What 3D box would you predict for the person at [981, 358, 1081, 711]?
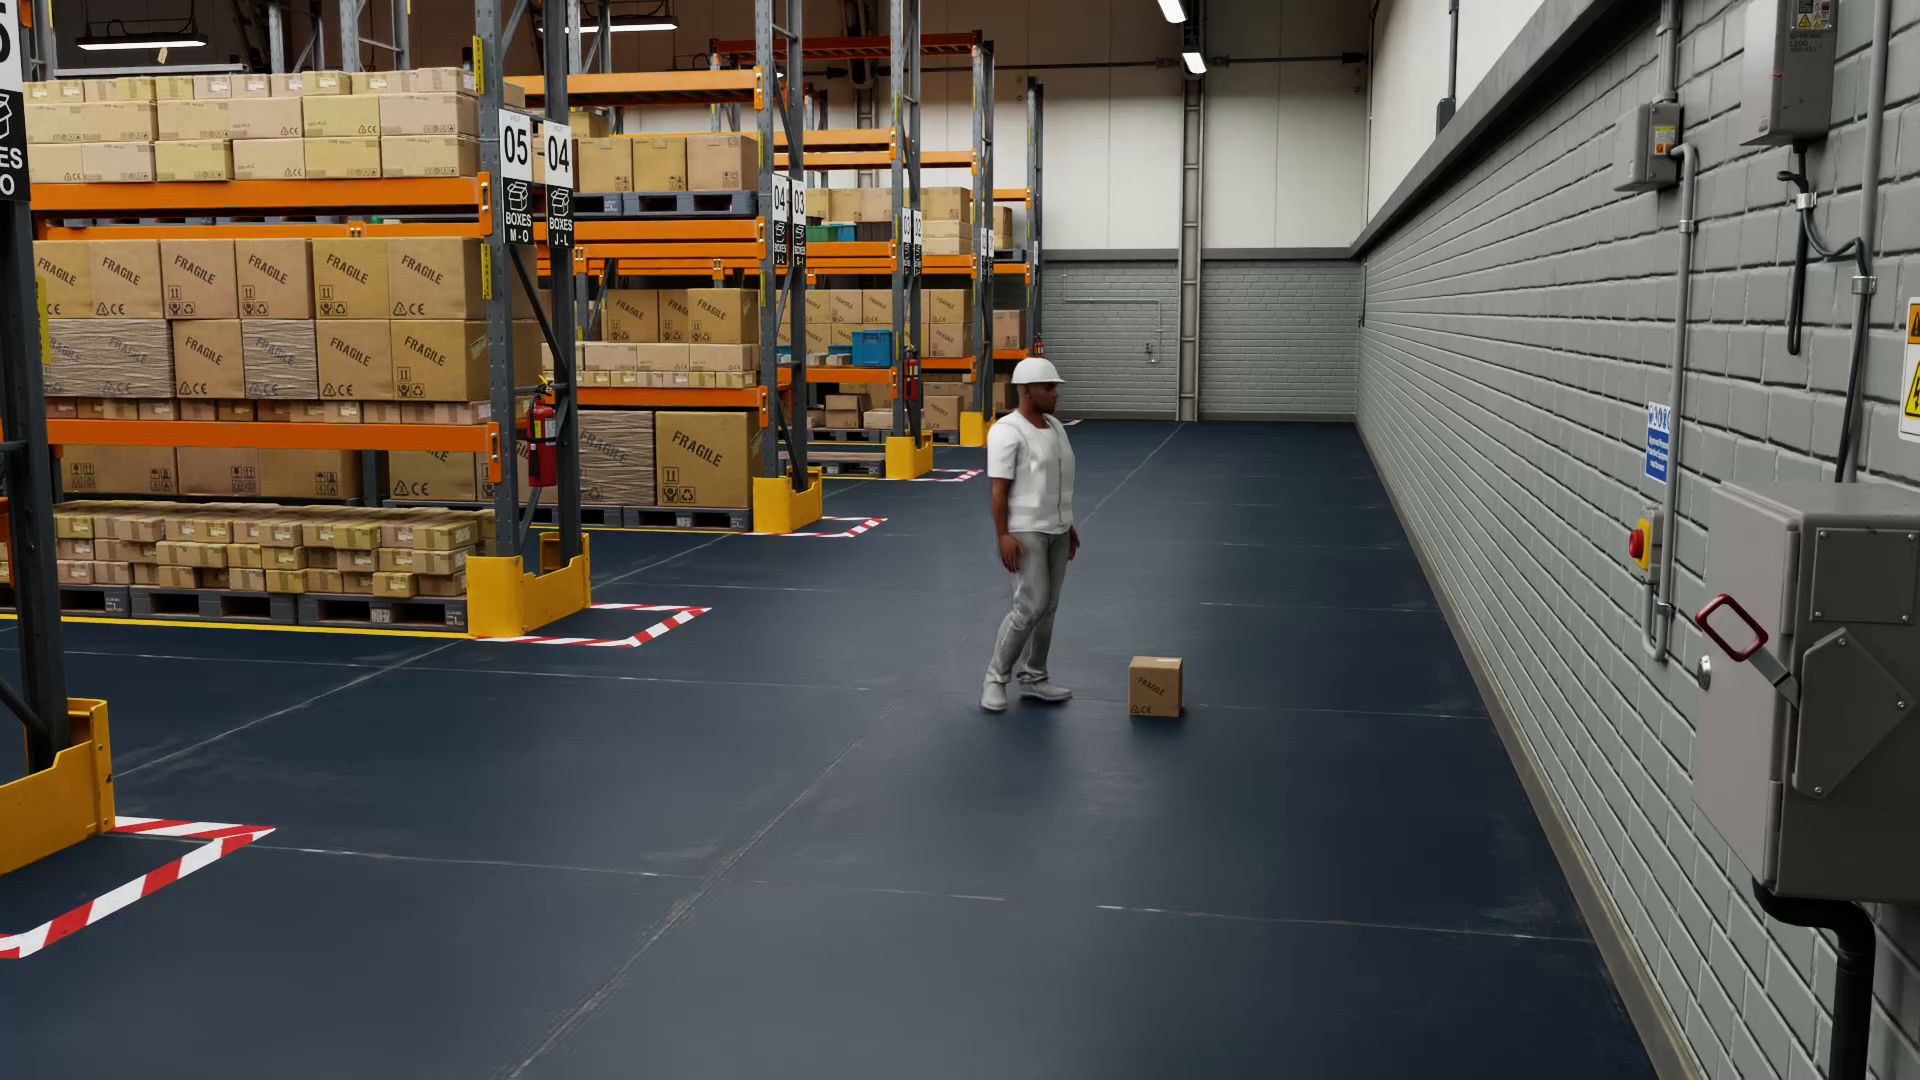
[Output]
[{"bbox_3d":[0.361,-0.039,8.459,0.386,1.761,0.666,6,10,37],"label":"person"}]
